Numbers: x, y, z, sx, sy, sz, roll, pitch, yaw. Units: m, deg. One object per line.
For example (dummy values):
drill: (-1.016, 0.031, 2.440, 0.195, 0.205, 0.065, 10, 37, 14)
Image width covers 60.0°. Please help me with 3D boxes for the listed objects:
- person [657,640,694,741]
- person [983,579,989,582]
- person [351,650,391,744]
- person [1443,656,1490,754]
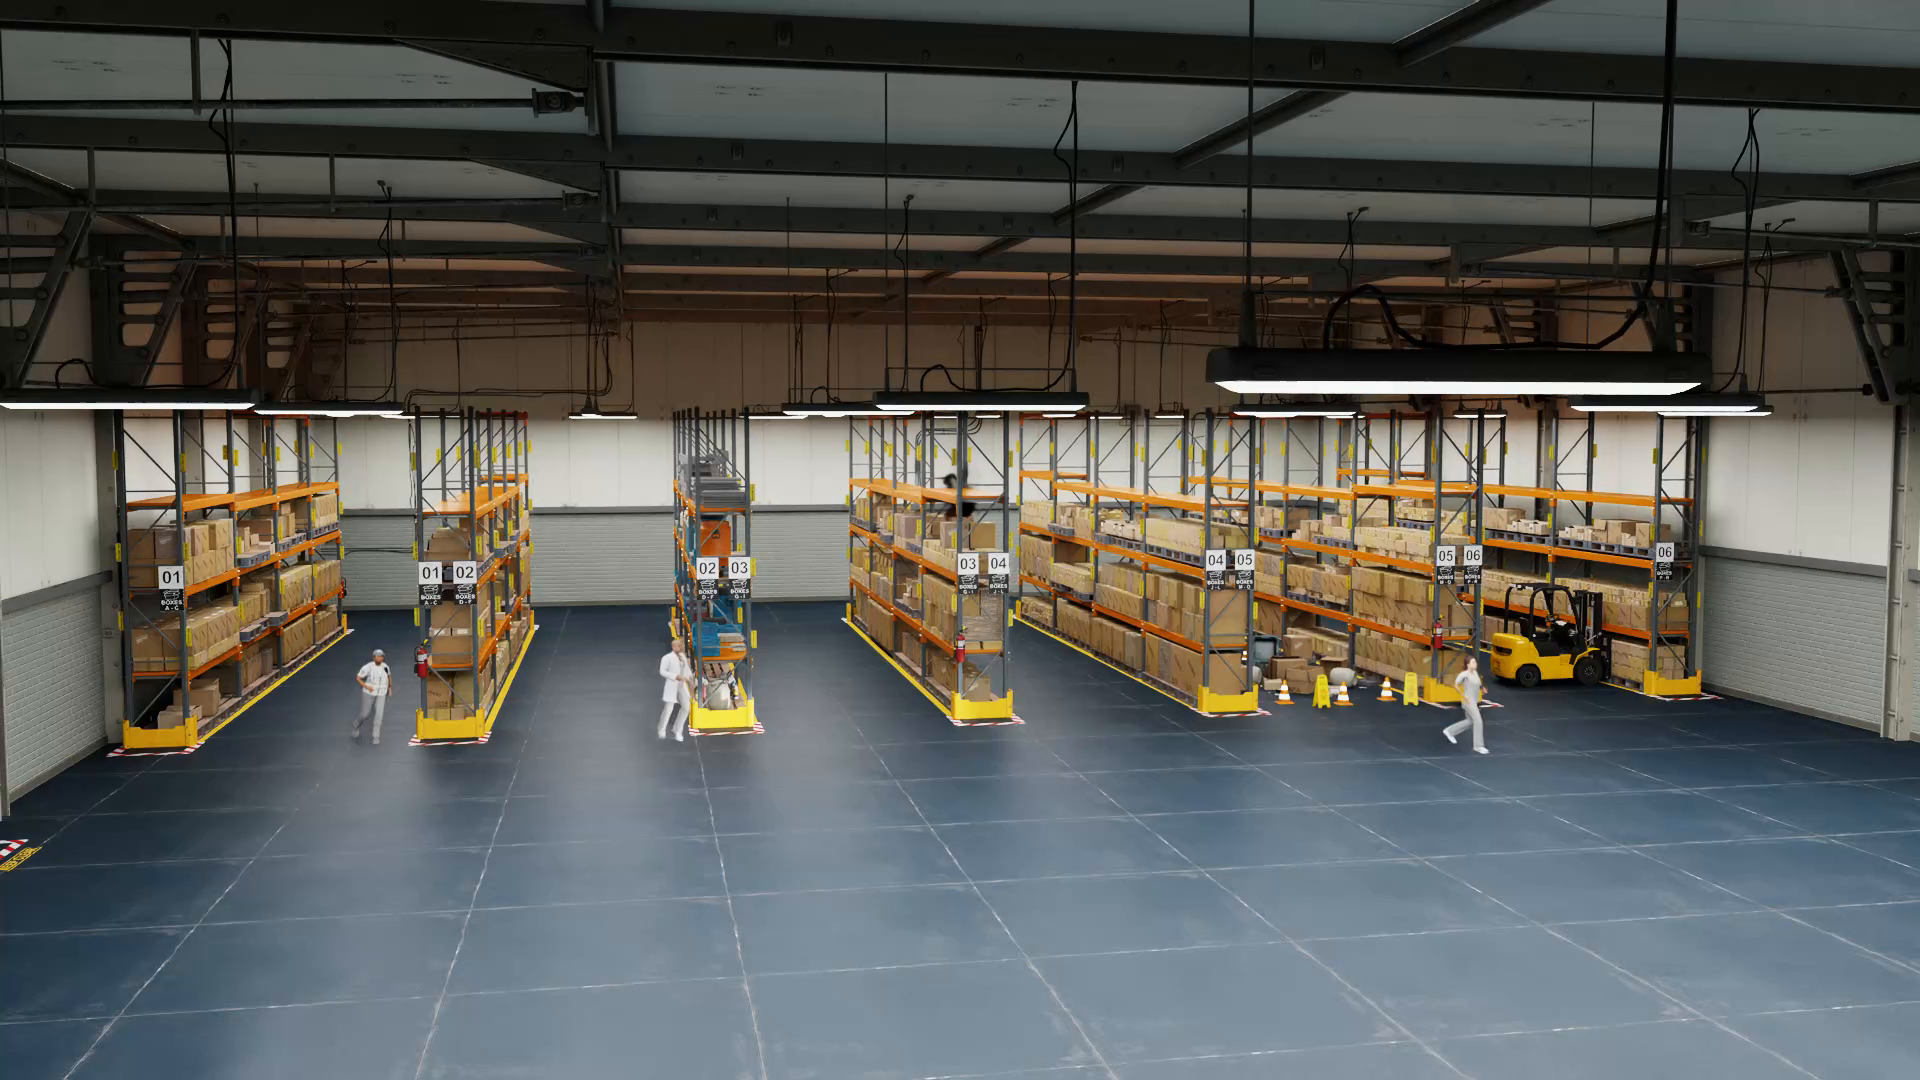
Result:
person: (-5.122, 2.711, 30.125, 0.685, 1.813, 0.765, 4, 6, 44)
person: (0.616, 1.533, 47.561, 0.582, 1.625, 0.548, -1, 4, -14)
person: (-10.478, 2.783, 29.816, 0.684, 1.632, 0.910, -3, 5, -38)
person: (8.839, 2.840, 28.938, 0.851, 1.673, 0.561, 4, 5, 41)
